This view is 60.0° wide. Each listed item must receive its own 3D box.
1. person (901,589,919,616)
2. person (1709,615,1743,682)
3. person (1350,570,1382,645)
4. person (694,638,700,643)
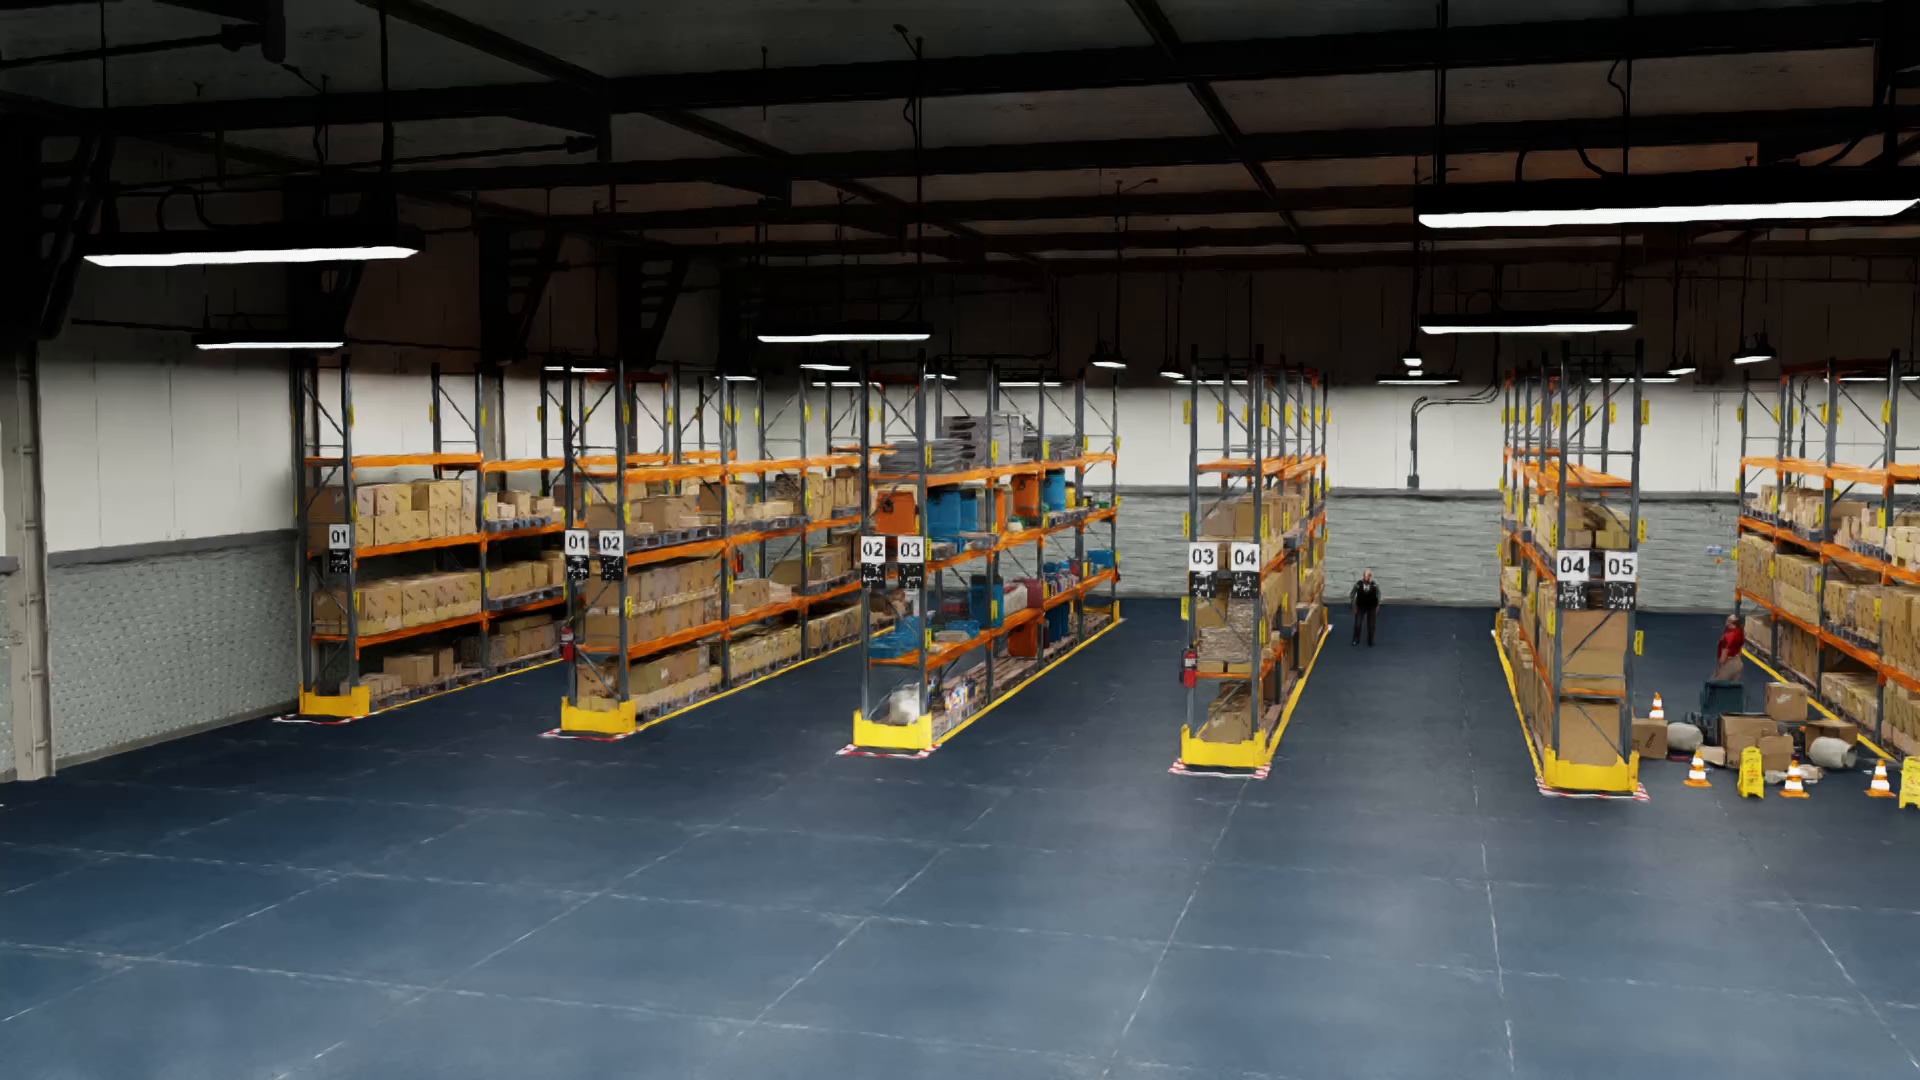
[{"bbox_3d":[-1.085,1.306,37.930,0.542,1.672,1.126,1,4,17],"label":"person"},{"bbox_3d":[12.637,2.073,27.382,0.551,1.710,0.623,4,6,44],"label":"person"},{"bbox_3d":[8.819,1.465,36.135,0.677,1.674,0.534,1,4,13],"label":"person"},{"bbox_3d":[-5.472,1.568,34.710,0.430,1.653,0.530,-1,4,-15],"label":"person"}]
